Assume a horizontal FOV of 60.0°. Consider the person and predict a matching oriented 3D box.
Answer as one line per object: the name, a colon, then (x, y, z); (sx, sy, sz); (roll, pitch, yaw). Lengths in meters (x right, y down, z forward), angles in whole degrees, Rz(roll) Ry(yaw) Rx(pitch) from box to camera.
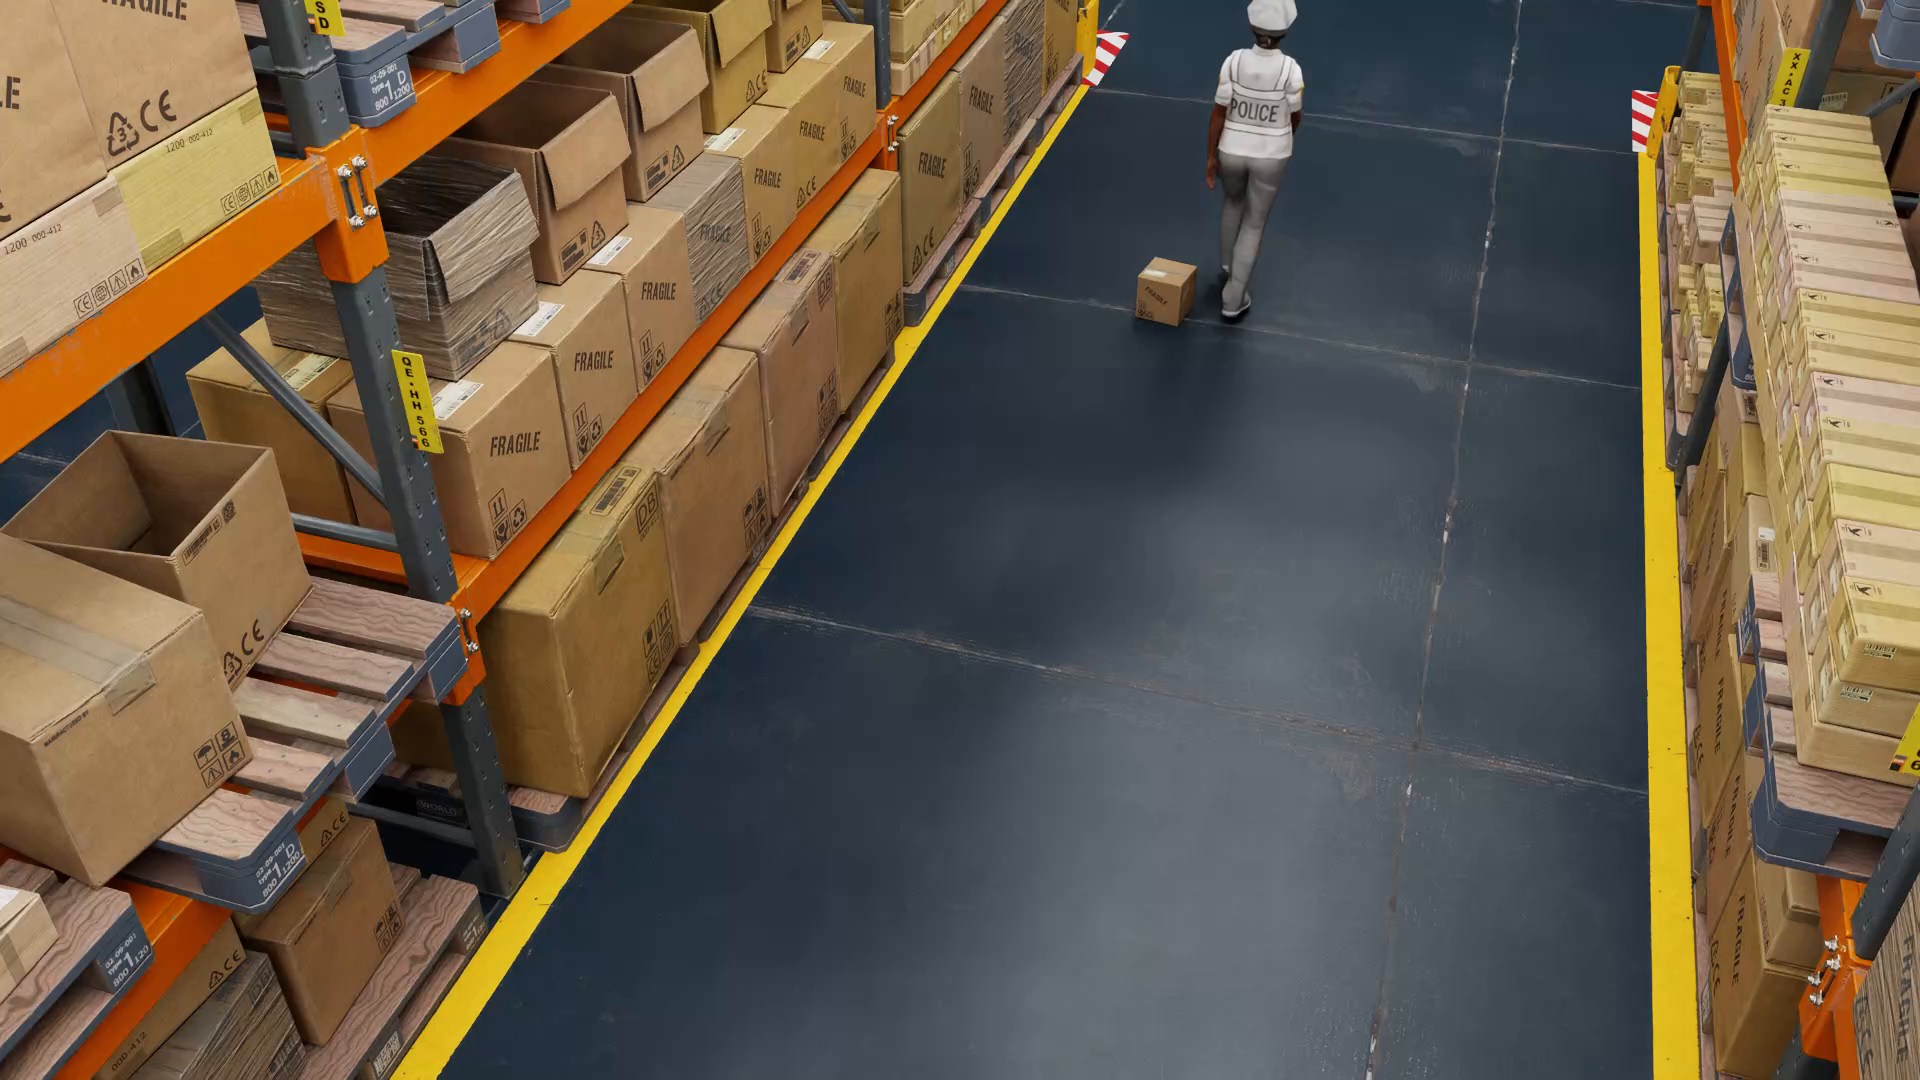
person: (1.560, -2.035, 8.830); (0.447, 1.735, 0.745); (16, 40, 20)
